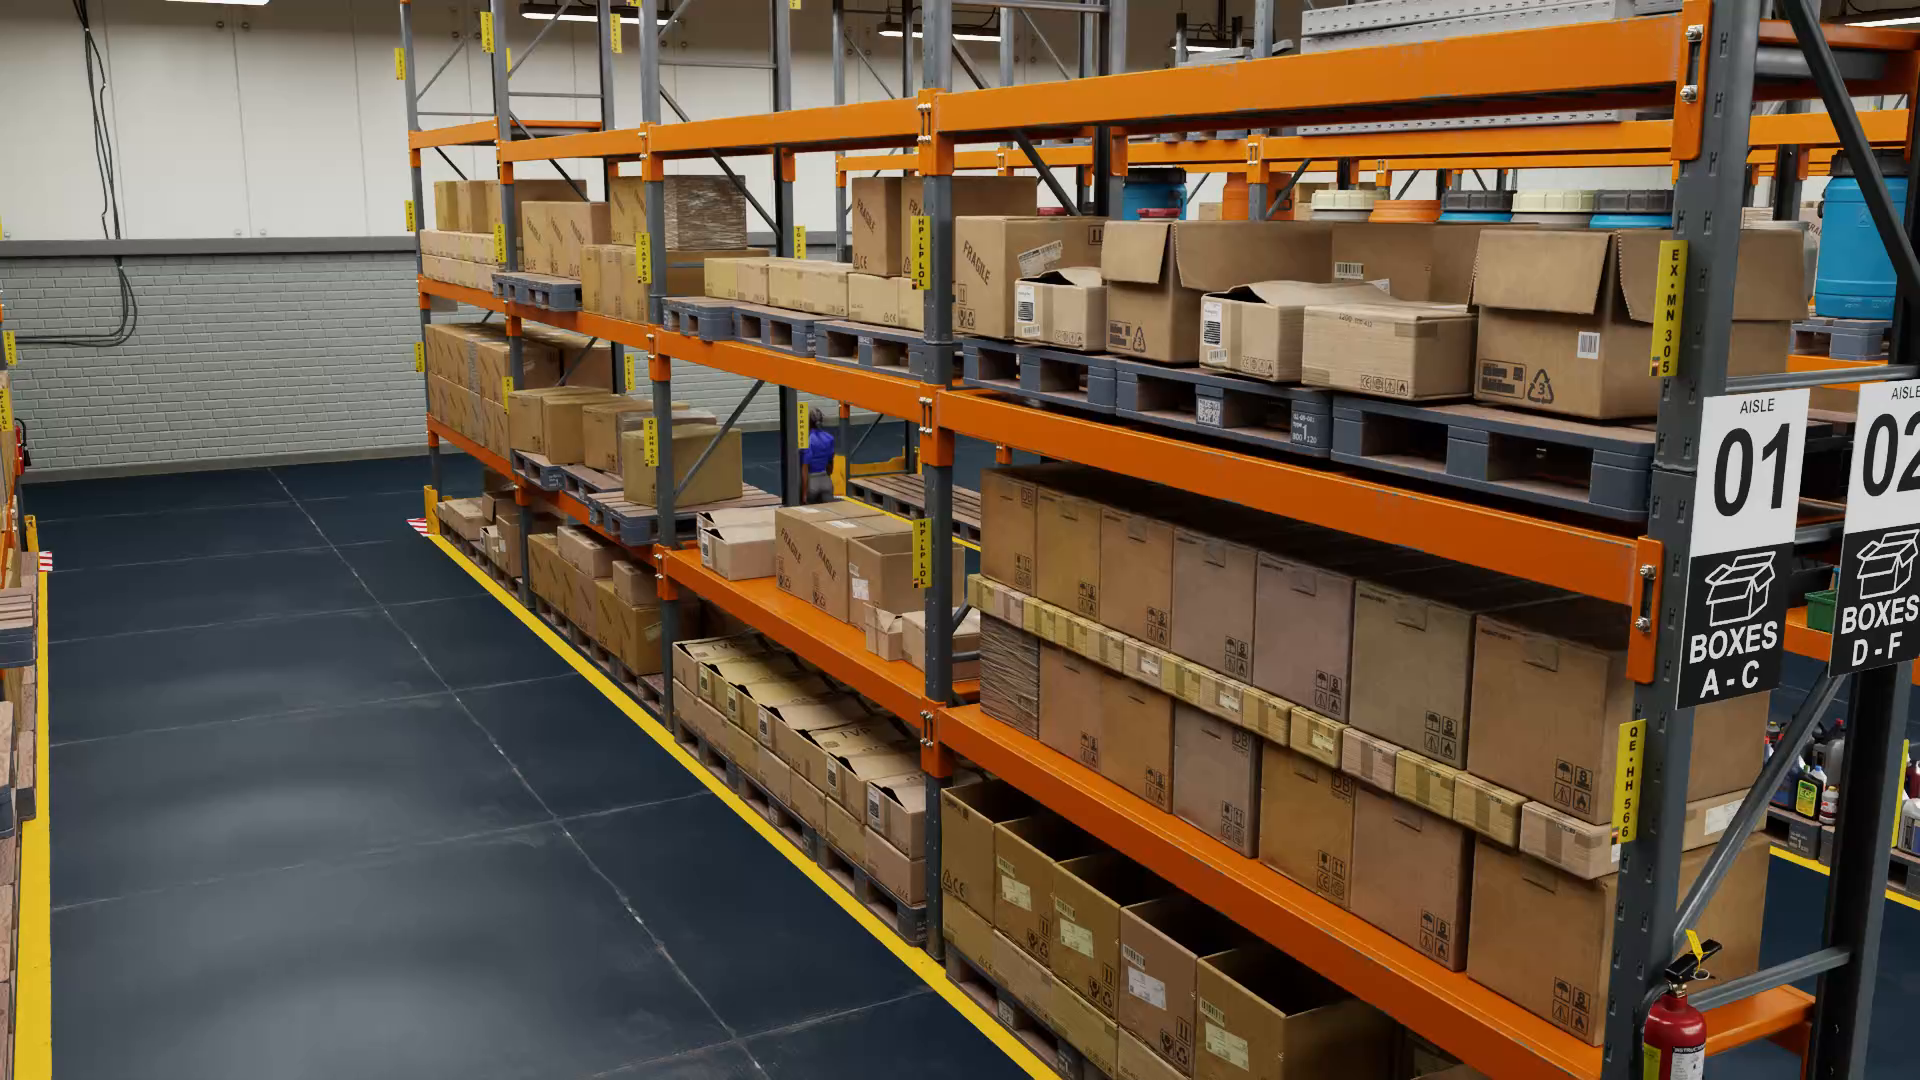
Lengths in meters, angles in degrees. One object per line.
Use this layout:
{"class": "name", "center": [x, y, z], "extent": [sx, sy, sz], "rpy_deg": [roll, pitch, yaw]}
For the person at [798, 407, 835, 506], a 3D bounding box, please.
{"class": "person", "center": [-1.431, -0.521, 16.449], "extent": [0.465, 1.604, 0.978], "rpy_deg": [-9, 15, -38]}
